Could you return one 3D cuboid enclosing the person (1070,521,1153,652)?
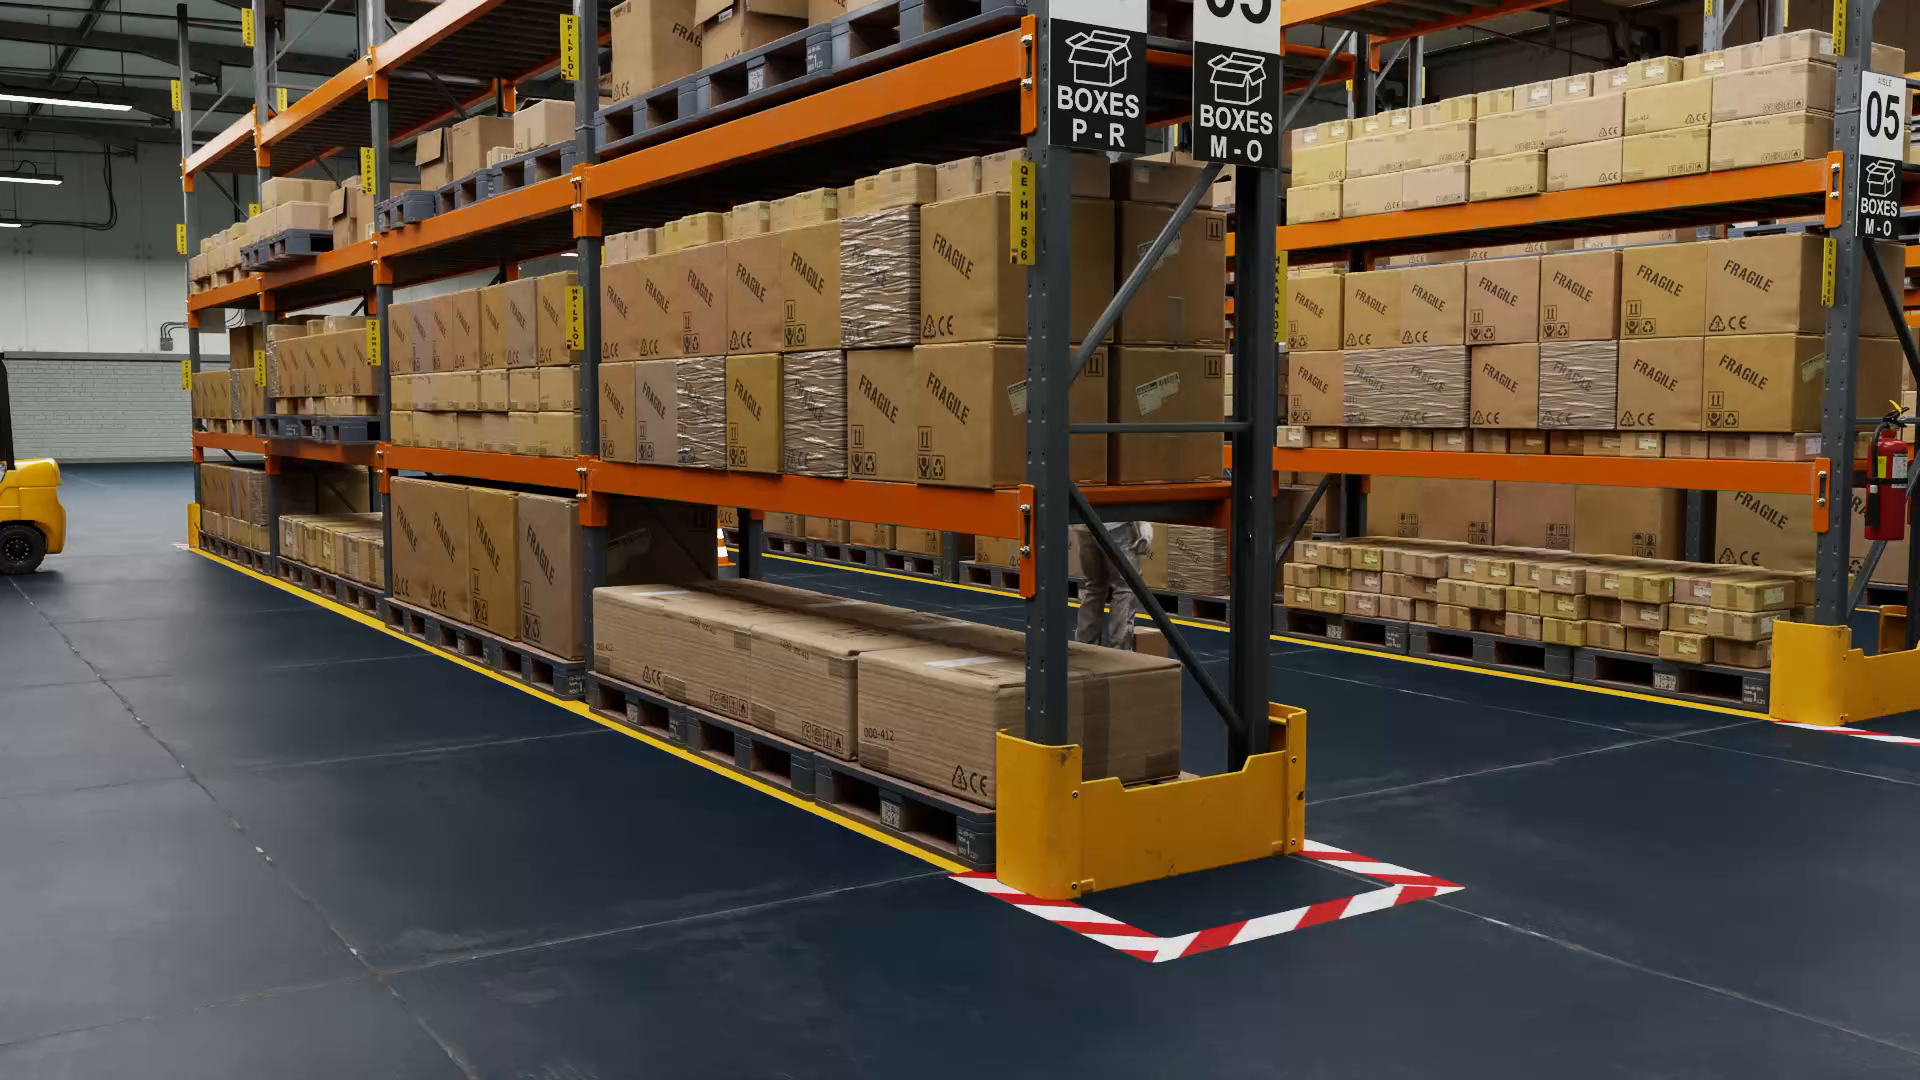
[{"bbox_3d":[0.886,-0.085,9.755,0.448,1.775,0.616,-3,6,-34],"label":"person"}]
